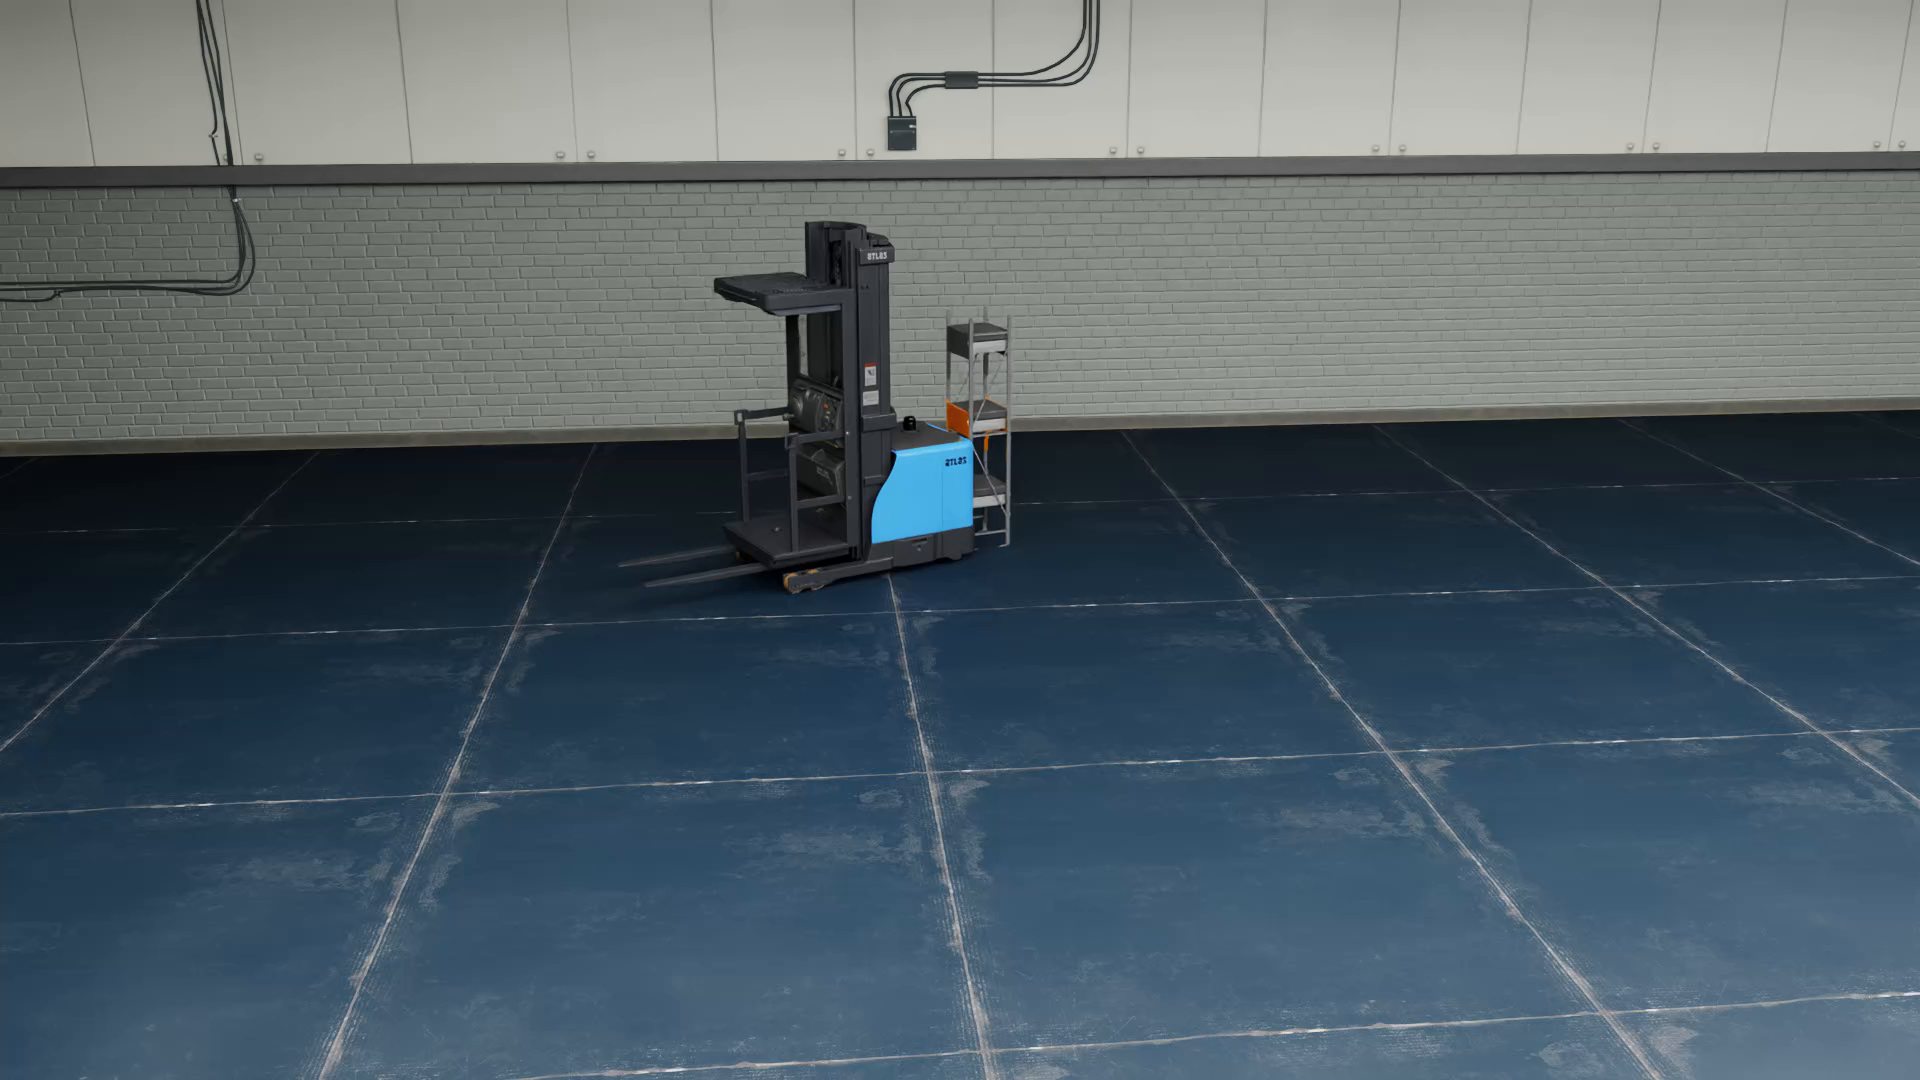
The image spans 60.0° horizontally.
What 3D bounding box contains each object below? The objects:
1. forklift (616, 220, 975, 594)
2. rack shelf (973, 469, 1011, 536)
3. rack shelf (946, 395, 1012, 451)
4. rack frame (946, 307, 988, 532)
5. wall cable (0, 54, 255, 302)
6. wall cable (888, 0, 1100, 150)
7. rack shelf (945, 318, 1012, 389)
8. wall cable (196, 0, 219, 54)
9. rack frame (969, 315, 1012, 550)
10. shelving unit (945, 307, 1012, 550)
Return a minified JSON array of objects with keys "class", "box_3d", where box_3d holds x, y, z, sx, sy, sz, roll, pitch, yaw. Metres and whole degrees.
[{"class":"forklift","box_3d":[-1.398,-1.133,13.965,3.031,2.935,1.130,-10,20,-30]},{"class":"rack shelf","box_3d":[0.164,-0.317,15.135,0.431,0.518,0.480,-8,19,-23]},{"class":"rack shelf","box_3d":[0.164,-0.984,14.926,0.431,0.518,0.480,-8,19,-23]},{"class":"rack frame","box_3d":[0.064,-1.064,15.134,0.400,2.100,0.015,-8,19,-23]},{"class":"wall cable","box_3d":[-9.077,-3.755,17.371,3.097,2.526,0.112,-2,18,-6]},{"class":"wall cable","box_3d":[0.368,-7.147,17.315,2.305,6.003,0.169,-2,18,-6]},{"class":"rack shelf","box_3d":[0.164,-1.652,14.716,0.431,0.518,0.480,-8,19,-23]},{"class":"wall cable","box_3d":[-6.386,-6.248,16.880,3.097,2.526,0.112,-2,18,-6]},{"class":"rack frame","box_3d":[0.264,-0.931,14.709,0.400,2.100,0.015,-8,19,-23]},{"class":"shelving unit","box_3d":[0.164,-0.997,14.922,0.431,2.100,0.503,-8,19,-23]}]
